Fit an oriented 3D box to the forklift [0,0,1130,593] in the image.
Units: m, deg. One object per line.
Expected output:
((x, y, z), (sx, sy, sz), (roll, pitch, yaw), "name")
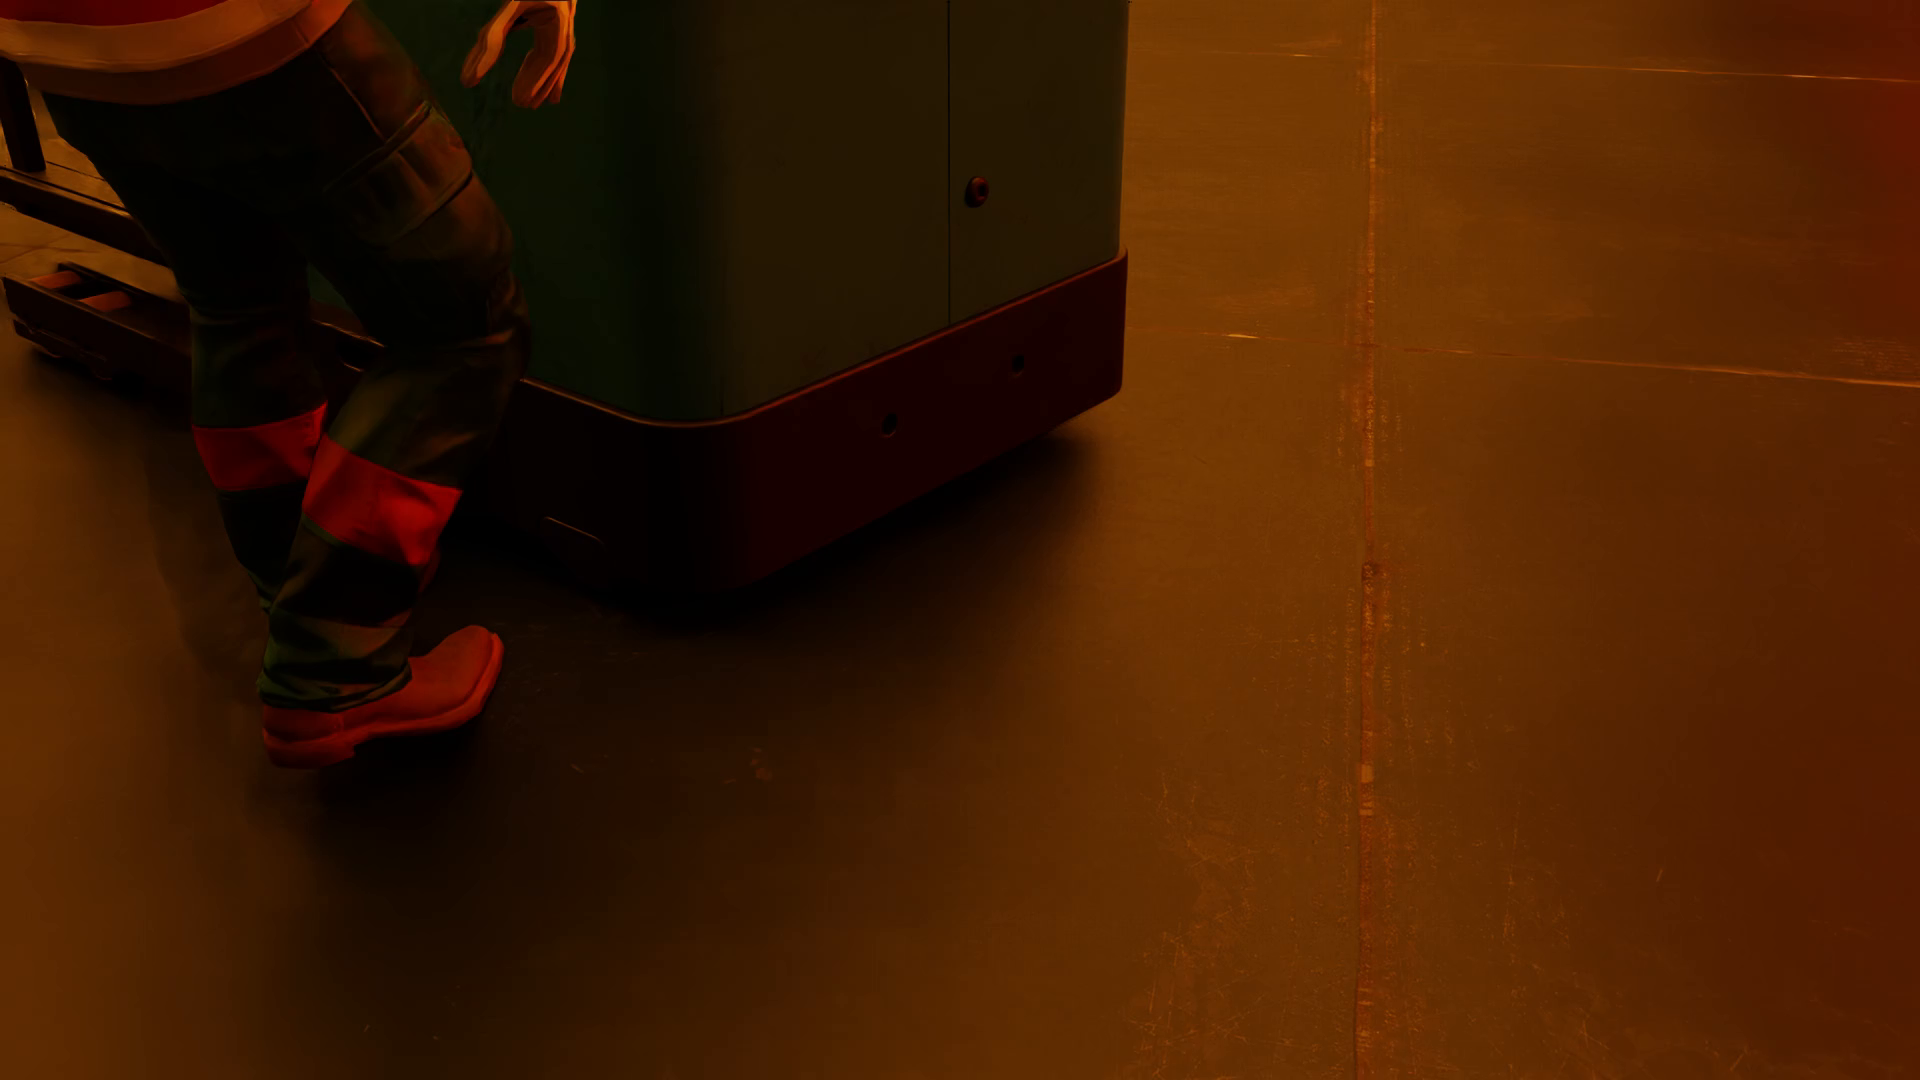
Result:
((-1.187, -1.765, 2.744), (3.031, 2.935, 1.130), (20, 33, 34), "forklift")

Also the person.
((-0.721, -0.563, 1.730), (0.925, 1.748, 0.573), (17, 31, 29), "person")
